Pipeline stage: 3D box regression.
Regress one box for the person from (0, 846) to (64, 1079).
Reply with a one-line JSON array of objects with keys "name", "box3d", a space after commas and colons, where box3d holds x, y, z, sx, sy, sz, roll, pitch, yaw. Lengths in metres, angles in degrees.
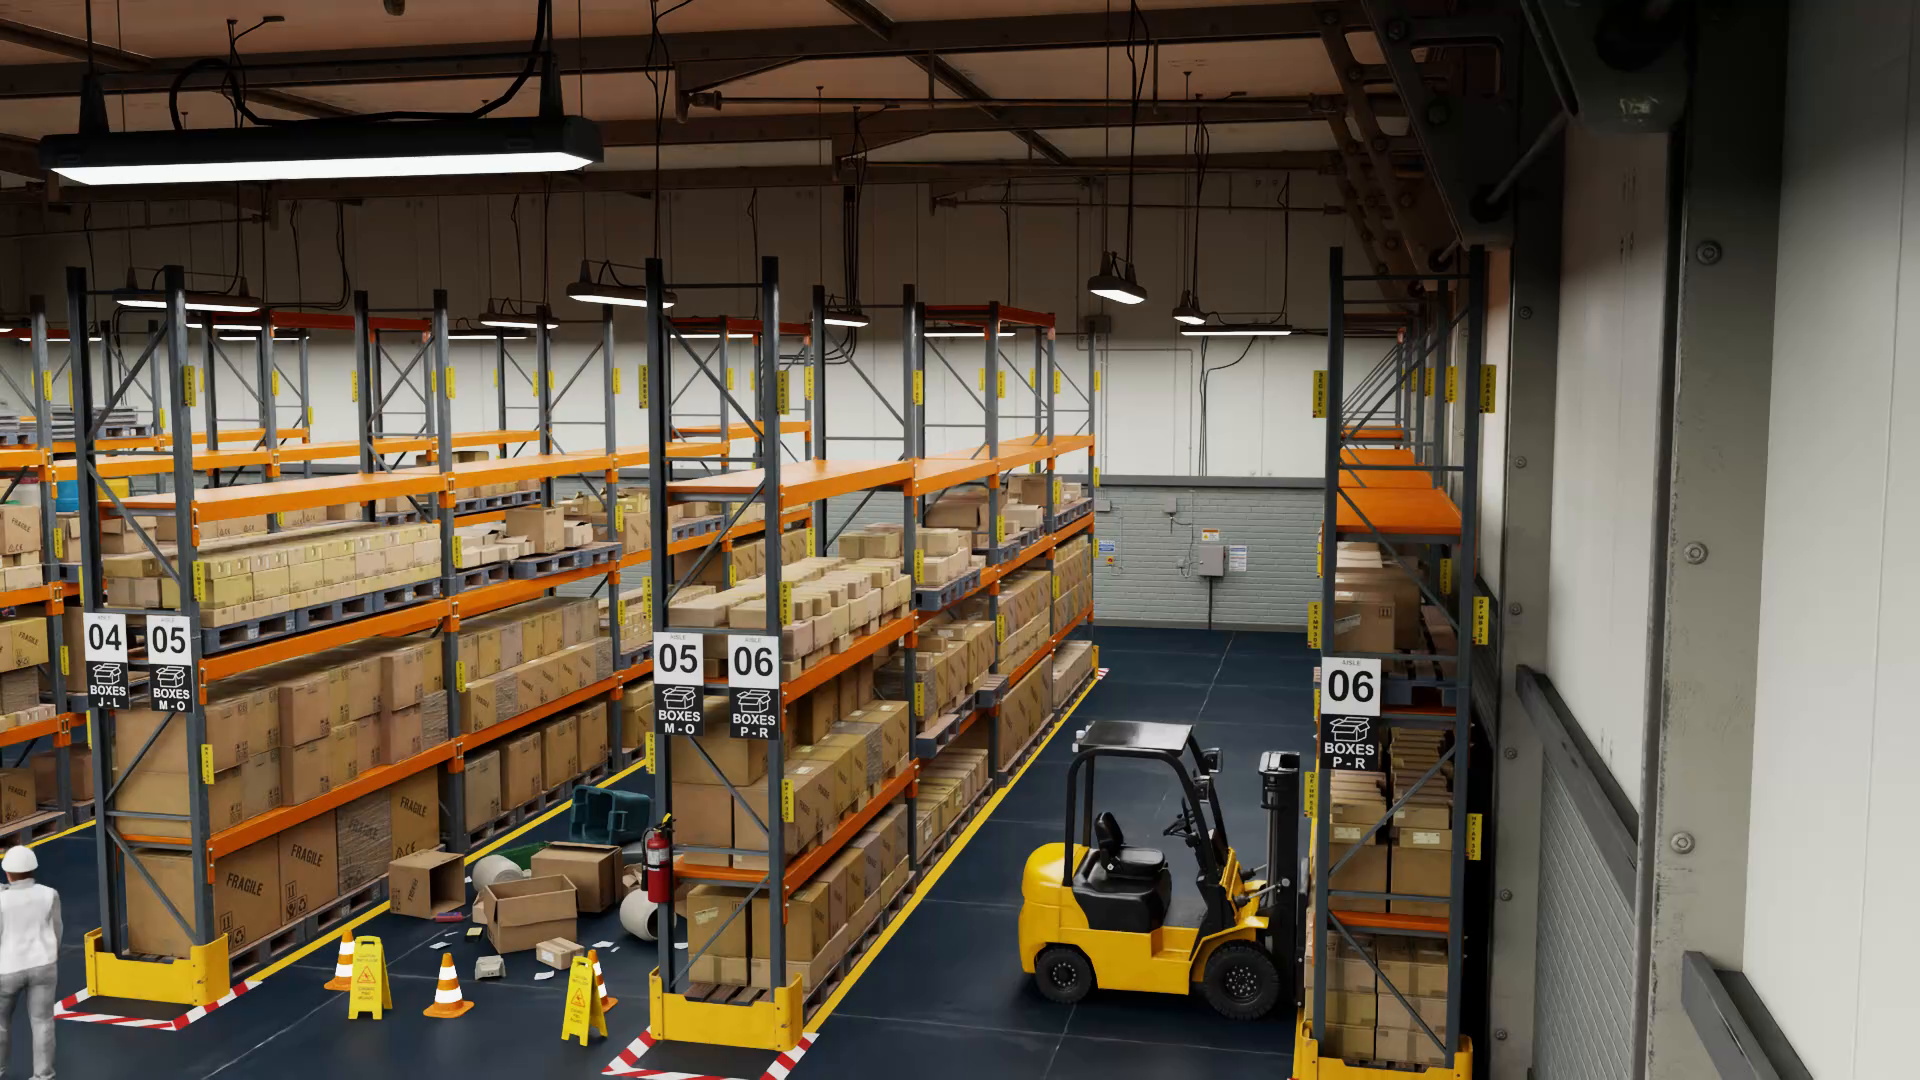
[{"name": "person", "box3d": [-6.787, 3.065, 12.028, 0.565, 1.733, 0.872, -5, 8, -40]}]
